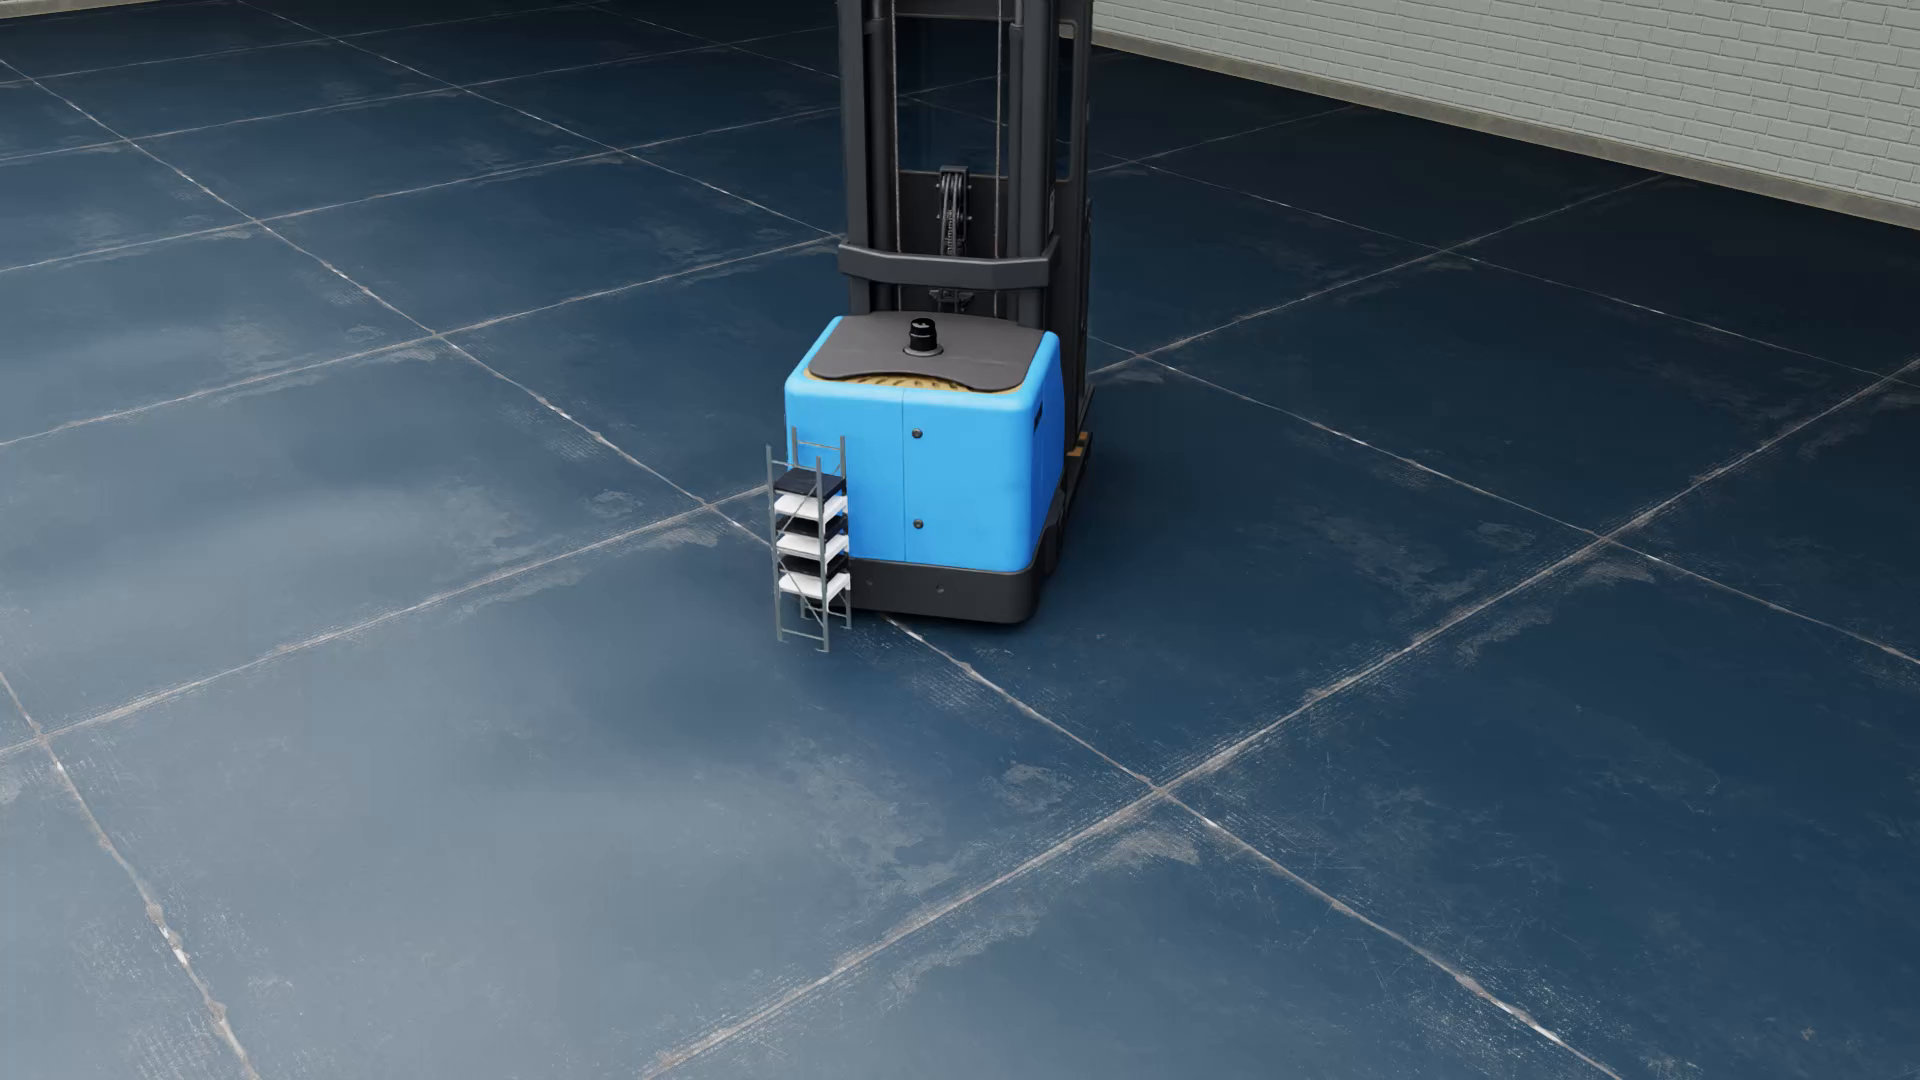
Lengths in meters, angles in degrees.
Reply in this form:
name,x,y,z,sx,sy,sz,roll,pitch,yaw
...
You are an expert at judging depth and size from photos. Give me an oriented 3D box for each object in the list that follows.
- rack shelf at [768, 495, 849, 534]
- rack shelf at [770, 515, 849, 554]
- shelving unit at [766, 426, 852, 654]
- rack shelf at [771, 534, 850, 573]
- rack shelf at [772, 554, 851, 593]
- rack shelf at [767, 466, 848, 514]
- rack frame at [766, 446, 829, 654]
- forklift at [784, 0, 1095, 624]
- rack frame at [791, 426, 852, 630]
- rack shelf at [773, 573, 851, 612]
name,x,y,z,sx,sy,sz,roll,pitch,yaw
rack shelf,-0.610,-0.124,6.716,0.258,0.077,0.200,12,30,21
rack shelf,-0.611,-0.045,6.759,0.258,0.077,0.200,12,30,21
shelving unit,-0.611,0.005,6.785,0.258,0.900,0.210,12,30,21
rack shelf,-0.611,0.035,6.801,0.258,0.077,0.200,12,30,21
rack shelf,-0.611,0.114,6.843,0.258,0.077,0.200,12,30,21
rack shelf,-0.610,-0.204,6.674,0.258,0.077,0.200,12,30,21
rack frame,-0.651,0.049,6.703,0.240,0.900,0.006,12,30,21
forklift,0.067,-1.619,7.670,1.130,2.935,3.031,5,29,10
rack frame,-0.570,-0.039,6.867,0.240,0.900,0.006,12,30,21
rack shelf,-0.611,0.193,6.886,0.258,0.077,0.200,12,30,21
